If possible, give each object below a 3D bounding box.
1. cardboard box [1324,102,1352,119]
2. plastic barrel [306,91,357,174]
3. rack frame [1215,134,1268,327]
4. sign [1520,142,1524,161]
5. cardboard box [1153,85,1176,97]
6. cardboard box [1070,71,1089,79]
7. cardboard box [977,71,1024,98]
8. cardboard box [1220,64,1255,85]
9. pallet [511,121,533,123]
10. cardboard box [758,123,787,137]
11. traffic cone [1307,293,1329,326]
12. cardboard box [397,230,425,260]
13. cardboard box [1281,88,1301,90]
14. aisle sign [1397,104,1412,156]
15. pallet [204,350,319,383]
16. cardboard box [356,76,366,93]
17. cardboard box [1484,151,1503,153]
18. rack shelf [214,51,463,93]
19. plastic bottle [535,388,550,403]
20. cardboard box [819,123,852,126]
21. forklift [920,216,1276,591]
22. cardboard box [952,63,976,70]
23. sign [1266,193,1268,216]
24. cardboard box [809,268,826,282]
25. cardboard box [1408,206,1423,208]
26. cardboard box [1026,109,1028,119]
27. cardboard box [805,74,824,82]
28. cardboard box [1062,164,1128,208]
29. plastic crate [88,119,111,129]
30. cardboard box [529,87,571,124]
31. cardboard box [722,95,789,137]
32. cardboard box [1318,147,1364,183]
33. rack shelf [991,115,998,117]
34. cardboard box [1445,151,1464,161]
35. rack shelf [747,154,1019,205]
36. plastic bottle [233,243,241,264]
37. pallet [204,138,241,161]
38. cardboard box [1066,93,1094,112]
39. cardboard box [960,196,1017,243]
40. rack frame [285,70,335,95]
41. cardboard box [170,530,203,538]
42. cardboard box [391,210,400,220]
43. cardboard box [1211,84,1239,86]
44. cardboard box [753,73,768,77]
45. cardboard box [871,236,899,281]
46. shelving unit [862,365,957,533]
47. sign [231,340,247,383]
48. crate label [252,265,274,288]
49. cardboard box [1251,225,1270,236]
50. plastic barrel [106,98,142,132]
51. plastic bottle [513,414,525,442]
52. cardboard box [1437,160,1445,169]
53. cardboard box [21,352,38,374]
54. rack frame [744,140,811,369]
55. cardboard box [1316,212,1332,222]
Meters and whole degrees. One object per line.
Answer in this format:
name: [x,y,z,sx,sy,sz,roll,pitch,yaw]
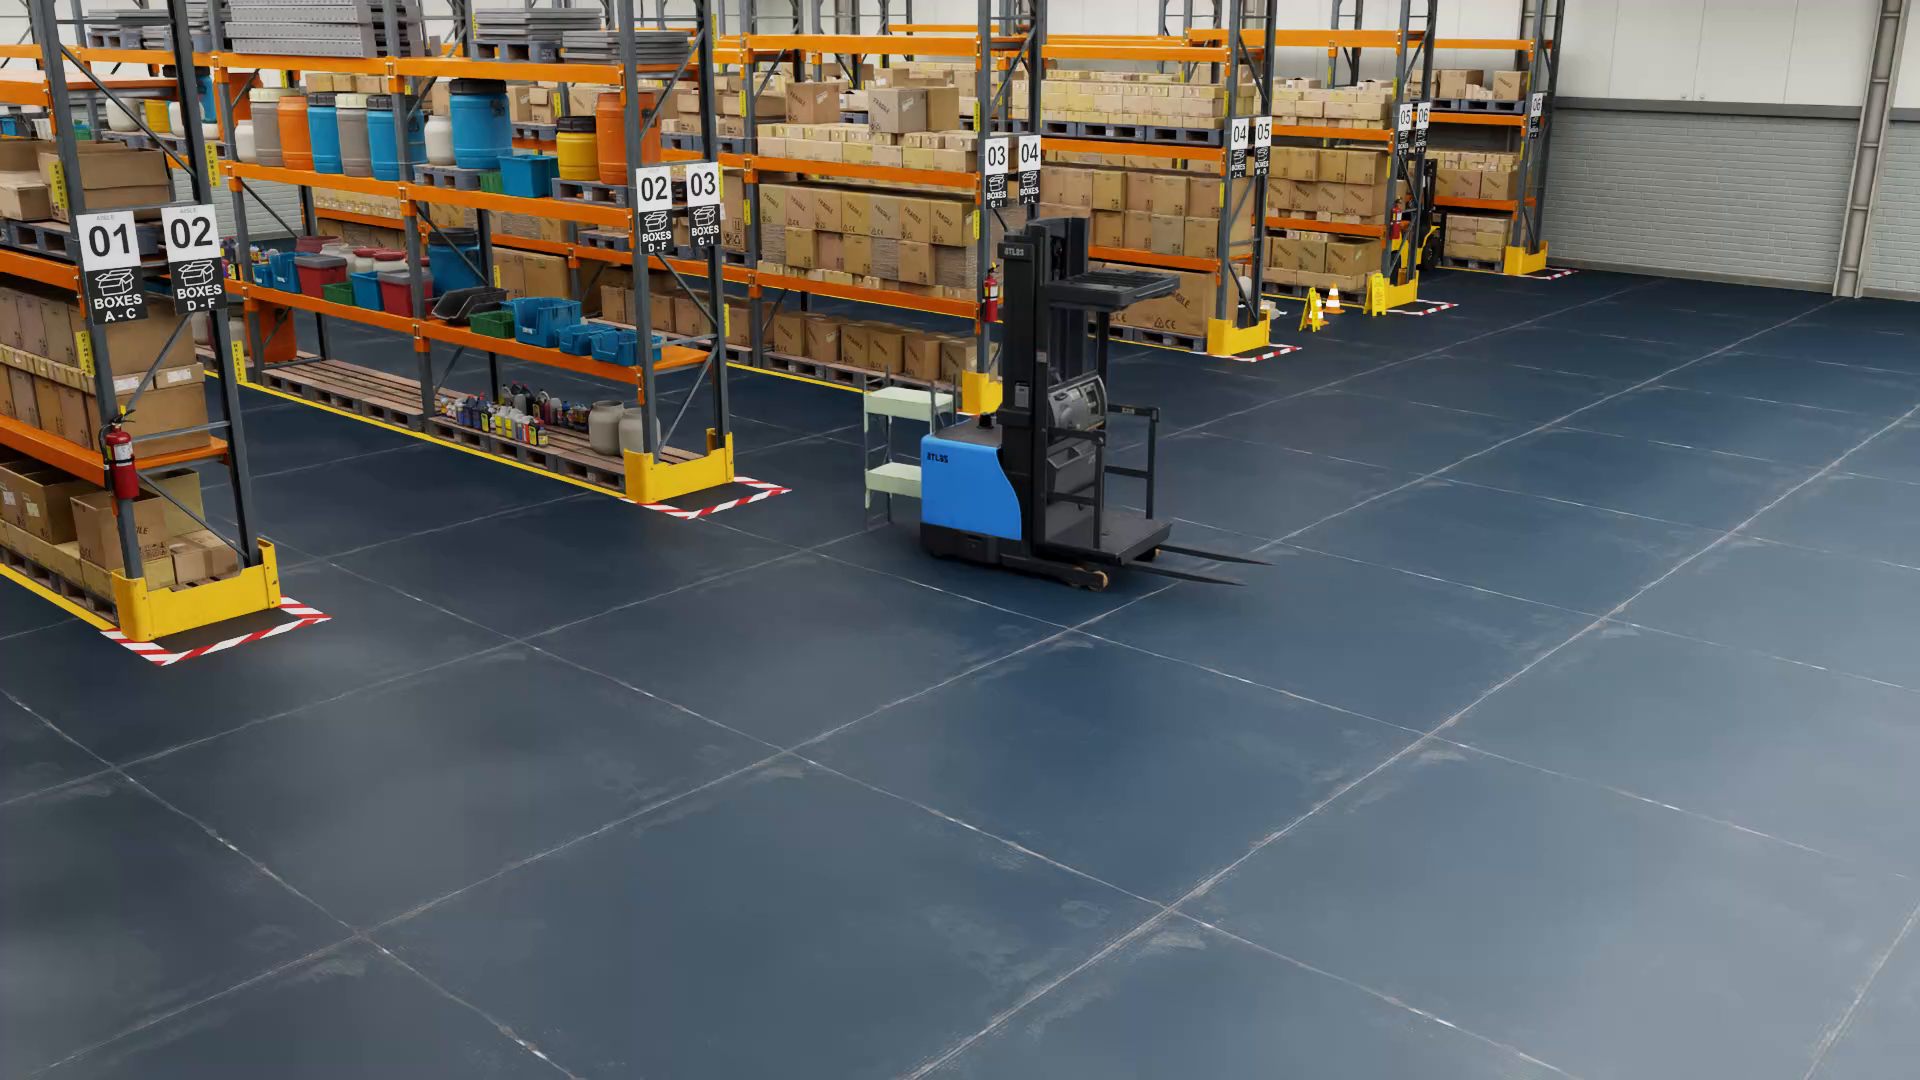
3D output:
cardboard box: [6.223,-6.944,26.830,0.500,0.250,0.500,15,23,39]
plastic barrel: [-7.209,-4.722,19.246,0.708,0.901,0.600,15,23,39]
rack frame: [3.941,-4.157,23.253,0.127,3.000,1.000,15,23,39]
sign: [10.072,-6.966,29.798,0.005,0.325,0.100,15,23,39]
cardboard box: [2.891,-6.240,23.093,0.250,0.149,0.380,16,23,40]
cardboard box: [2.591,-10.075,36.005,0.250,0.149,0.380,15,23,40]
cardboard box: [0.785,-8.625,31.505,0.637,0.503,0.797,13,22,36]
cardboard box: [5.601,-9.348,33.624,0.500,0.500,0.500,16,23,41]
pallet: [-6.766,-6.343,25.492,1.213,0.211,1.003,16,24,42]
cardboard box: [-2.380,-5.272,21.395,0.250,0.149,0.380,14,22,38]
traffic cone: [5.490,-3.564,25.575,0.334,0.463,0.336,15,23,39]
cardboard box: [-8.843,-4.803,28.105,0.875,0.875,0.875,15,23,39]
cardboard box: [5.556,-7.531,28.022,0.250,0.149,0.380,15,23,40]
aisle sign: [7.005,-6.459,26.206,0.004,0.787,0.394,15,23,39]
pallet: [-9.316,-2.361,22.202,1.213,0.211,1.003,15,23,39]
cardboard box: [-9.724,-7.580,28.053,0.500,0.500,0.700,16,24,42]
cardboard box: [9.953,-7.146,30.940,0.250,0.149,0.380,16,23,40]
rack shelf: [-7.202,-5.466,19.308,4.000,0.370,1.077,15,23,39]
plastic bottle: [-4.648,-1.518,18.587,0.185,0.351,0.144,15,23,39]
cardboard box: [-1.600,-5.302,21.489,0.250,0.149,0.380,14,22,37]
forklift: [1.167,-1.155,13.906,3.031,2.935,1.130,11,21,30]
cardboard box: [0.171,-10.820,38.216,0.500,0.250,0.500,16,23,40]
sign: [4.314,-4.732,23.502,0.005,0.325,0.100,15,23,39]
cardboard box: [-1.721,-3.423,21.354,0.250,0.149,0.380,15,23,39]
cardboard box: [8.706,-6.333,32.306,0.500,0.250,0.500,15,23,40]
cardboard box: [1.191,-6.317,24.654,0.250,0.149,0.380,15,23,39]
cardboard box: [-2.548,-7.853,28.508,0.258,0.266,0.396,15,23,39]
cardboard box: [2.003,-5.241,24.635,0.550,0.550,0.875,15,23,39]
plastic crate: [-12.437,-6.023,24.389,0.590,0.269,0.497,15,23,39]
cardboard box: [-5.915,-6.447,24.644,0.797,0.503,0.637,-17,24,-42]
cardboard box: [-2.705,-5.655,22.147,0.637,0.503,0.797,14,22,37]
cardboard box: [6.250,-6.120,27.127,0.500,0.500,0.700,15,23,40]
rack shelf: [-0.329,-8.392,32.827,4.000,0.370,1.077,15,23,39]
cardboard box: [9.211,-7.127,30.881,0.250,0.149,0.380,16,23,41]
rack shelf: [-0.923,-4.544,20.701,4.000,0.370,1.077,15,23,39]
plastic bottle: [-9.845,-3.921,22.712,0.135,0.276,0.152,15,23,39]
pallet: [-9.205,-5.057,21.440,1.213,0.211,1.003,15,23,39]
cardboard box: [1.885,-6.345,24.083,0.500,0.250,0.500,15,23,39]
cardboard box: [0.342,-3.894,20.112,0.500,0.500,0.500,15,23,39]
rack frame: [-11.394,-9.128,28.996,0.127,3.000,1.000,15,23,39]
cardboard box: [-6.635,0.038,13.885,0.500,0.250,0.500,15,23,39]
cardboard box: [-9.232,-5.436,27.695,0.250,0.149,0.380,15,23,38]
cardboard box: [3.716,-6.285,23.235,0.250,0.149,0.380,15,23,40]
cardboard box: [-4.420,-10.046,36.238,0.500,0.250,0.500,13,21,34]
cardboard box: [-0.619,-3.545,20.666,0.500,0.500,0.875,15,23,39]
shelving unit: [-0.450,-0.776,15.079,0.755,1.500,0.431,11,21,30]
sign: [-5.632,-1.390,12.970,0.005,0.325,0.100,15,23,39]
crate label: [-8.632,-3.292,20.803,0.416,0.233,0.303,15,23,39]
cardboard box: [5.064,-5.283,28.337,0.250,0.149,0.380,17,24,42]
plastic barrel: [-11.463,-5.877,22.792,0.433,0.535,0.433,0,18,0]
plastic bottle: [-4.653,-1.201,17.711,0.135,0.276,0.152,14,22,38]
cardboard box: [9.022,-7.037,31.087,0.250,0.149,0.380,15,23,40]
cardboard box: [-7.387,-1.465,13.532,0.250,0.149,0.380,16,24,41]
rack frame: [-2.419,-3.859,22.311,0.127,3.000,1.000,15,23,39]
cardboard box: [6.076,-5.332,27.368,0.250,0.149,0.380,16,23,40]
